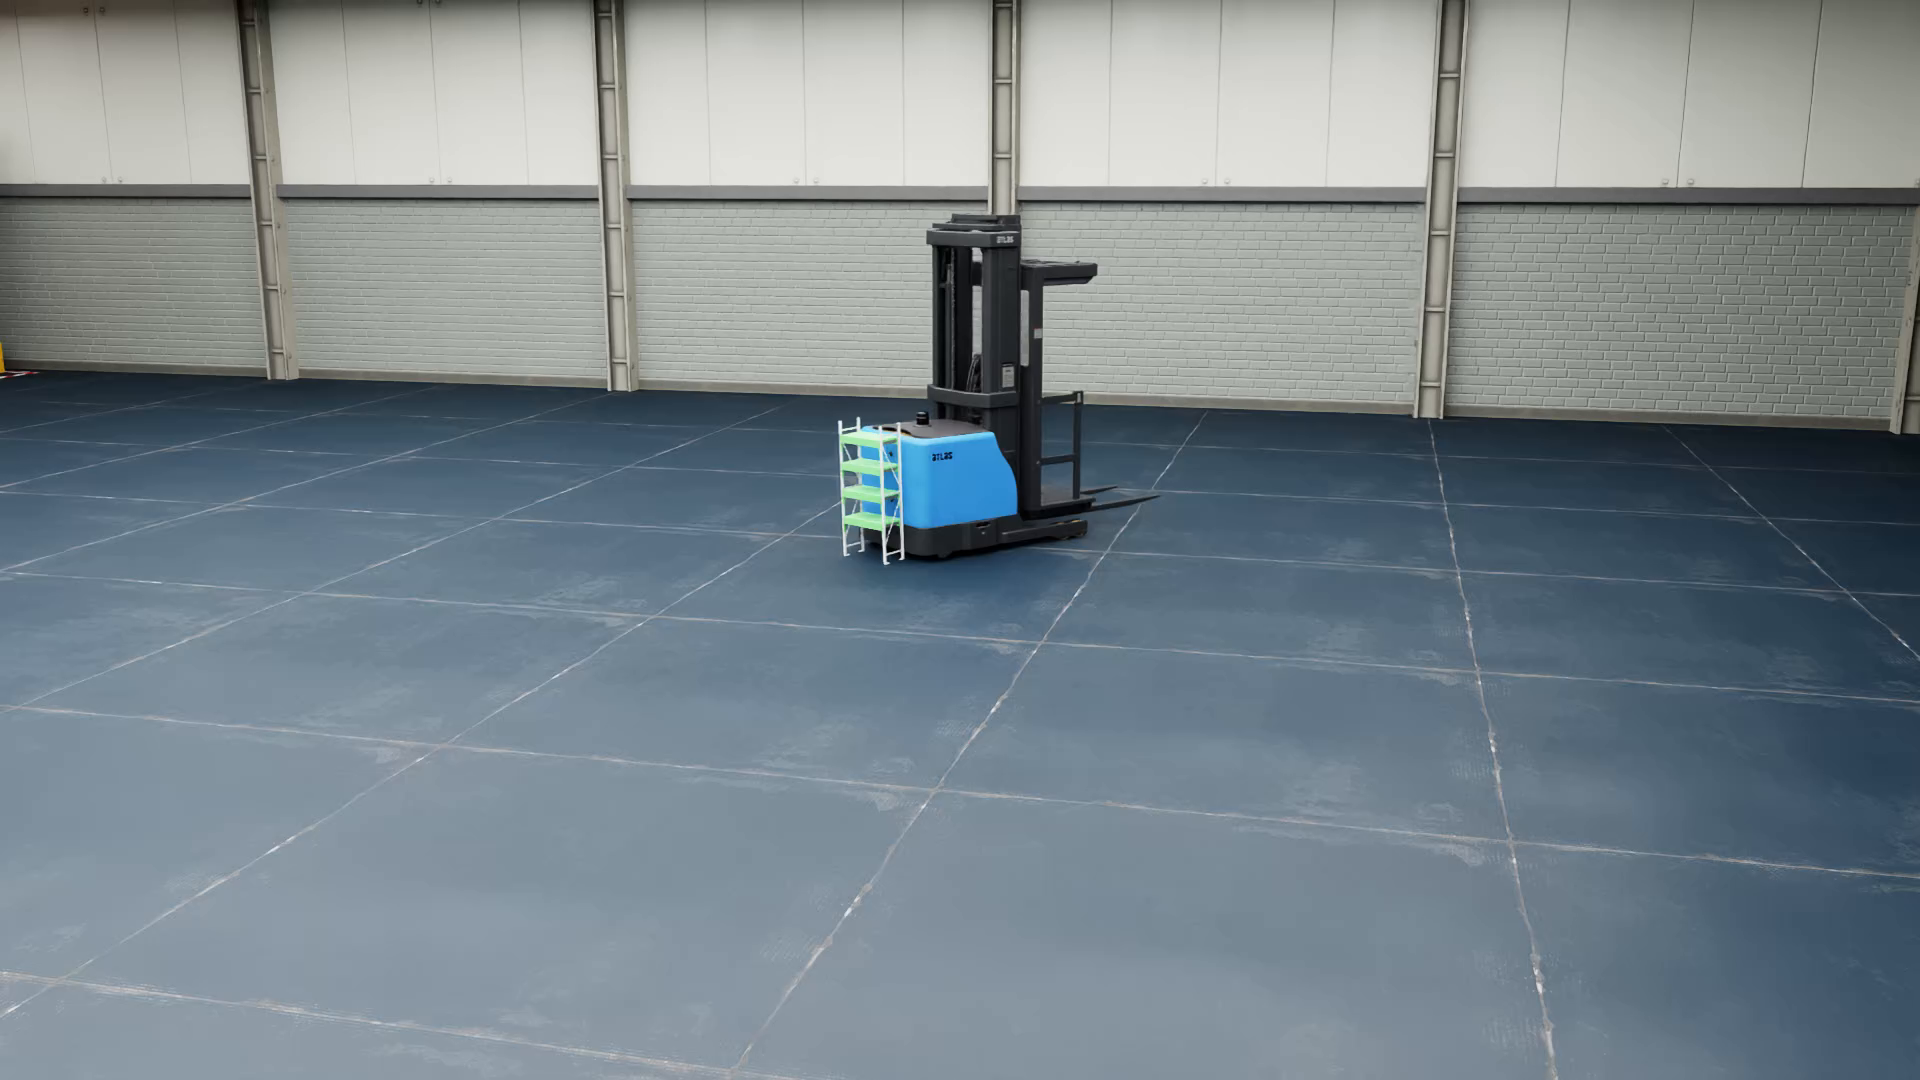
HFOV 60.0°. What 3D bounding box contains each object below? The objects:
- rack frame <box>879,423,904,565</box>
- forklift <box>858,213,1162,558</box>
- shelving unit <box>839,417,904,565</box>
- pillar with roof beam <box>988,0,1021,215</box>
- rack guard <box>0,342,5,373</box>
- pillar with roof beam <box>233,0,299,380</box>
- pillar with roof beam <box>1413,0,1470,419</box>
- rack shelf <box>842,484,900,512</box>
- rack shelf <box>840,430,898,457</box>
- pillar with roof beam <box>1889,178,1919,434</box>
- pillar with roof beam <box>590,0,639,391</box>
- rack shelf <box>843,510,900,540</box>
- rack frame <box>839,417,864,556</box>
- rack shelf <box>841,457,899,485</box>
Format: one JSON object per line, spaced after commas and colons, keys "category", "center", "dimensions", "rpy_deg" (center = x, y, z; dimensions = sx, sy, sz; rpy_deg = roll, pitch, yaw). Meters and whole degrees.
{"category": "rack frame", "center": [-0.584, -0.392, 14.230], "dimensions": [0.015, 1.200, 0.240], "rpy_deg": [11, 18, 41]}
{"category": "forklift", "center": [0.559, -1.506, 15.270], "dimensions": [3.031, 2.935, 1.130], "rpy_deg": [-9, 16, -36]}
{"category": "shelving unit", "center": [-0.765, -0.428, 14.389], "dimensions": [0.503, 1.200, 0.258], "rpy_deg": [11, 18, 41]}
{"category": "pillar with roof beam", "center": [-0.408, -5.499, 19.259], "dimensions": [0.400, 9.000, 9.100], "rpy_deg": [3, 13, 14]}
{"category": "rack guard", "center": [-16.369, -2.962, 27.447], "dimensions": [0.348, 0.500, 1.175], "rpy_deg": [3, 13, 14]}
{"category": "pillar with roof beam", "center": [-12.058, -6.122, 22.066], "dimensions": [0.400, 9.000, 9.100], "rpy_deg": [3, 13, 14]}
{"category": "pillar with roof beam", "center": [5.417, -5.187, 17.855], "dimensions": [0.400, 9.000, 9.100], "rpy_deg": [3, 13, 14]}
{"category": "rack shelf", "center": [-0.764, -0.366, 14.404], "dimensions": [0.480, 0.148, 0.258], "rpy_deg": [11, 18, 41]}
{"category": "rack shelf", "center": [-0.774, -0.832, 14.289], "dimensions": [0.480, 0.148, 0.258], "rpy_deg": [11, 18, 41]}
{"category": "pillar with roof beam", "center": [11.243, -4.876, 16.452], "dimensions": [0.400, 9.000, 9.100], "rpy_deg": [3, 13, 14]}
{"category": "pillar with roof beam", "center": [-6.233, -5.810, 20.662], "dimensions": [0.400, 9.000, 9.100], "rpy_deg": [3, 13, 14]}
{"category": "rack shelf", "center": [-0.759, -0.133, 14.461], "dimensions": [0.480, 0.148, 0.258], "rpy_deg": [11, 18, 41]}
{"category": "rack frame", "center": [-0.947, -0.463, 14.548], "dimensions": [0.015, 1.200, 0.240], "rpy_deg": [11, 18, 41]}
{"category": "rack shelf", "center": [-0.769, -0.599, 14.347], "dimensions": [0.480, 0.148, 0.258], "rpy_deg": [11, 18, 41]}
